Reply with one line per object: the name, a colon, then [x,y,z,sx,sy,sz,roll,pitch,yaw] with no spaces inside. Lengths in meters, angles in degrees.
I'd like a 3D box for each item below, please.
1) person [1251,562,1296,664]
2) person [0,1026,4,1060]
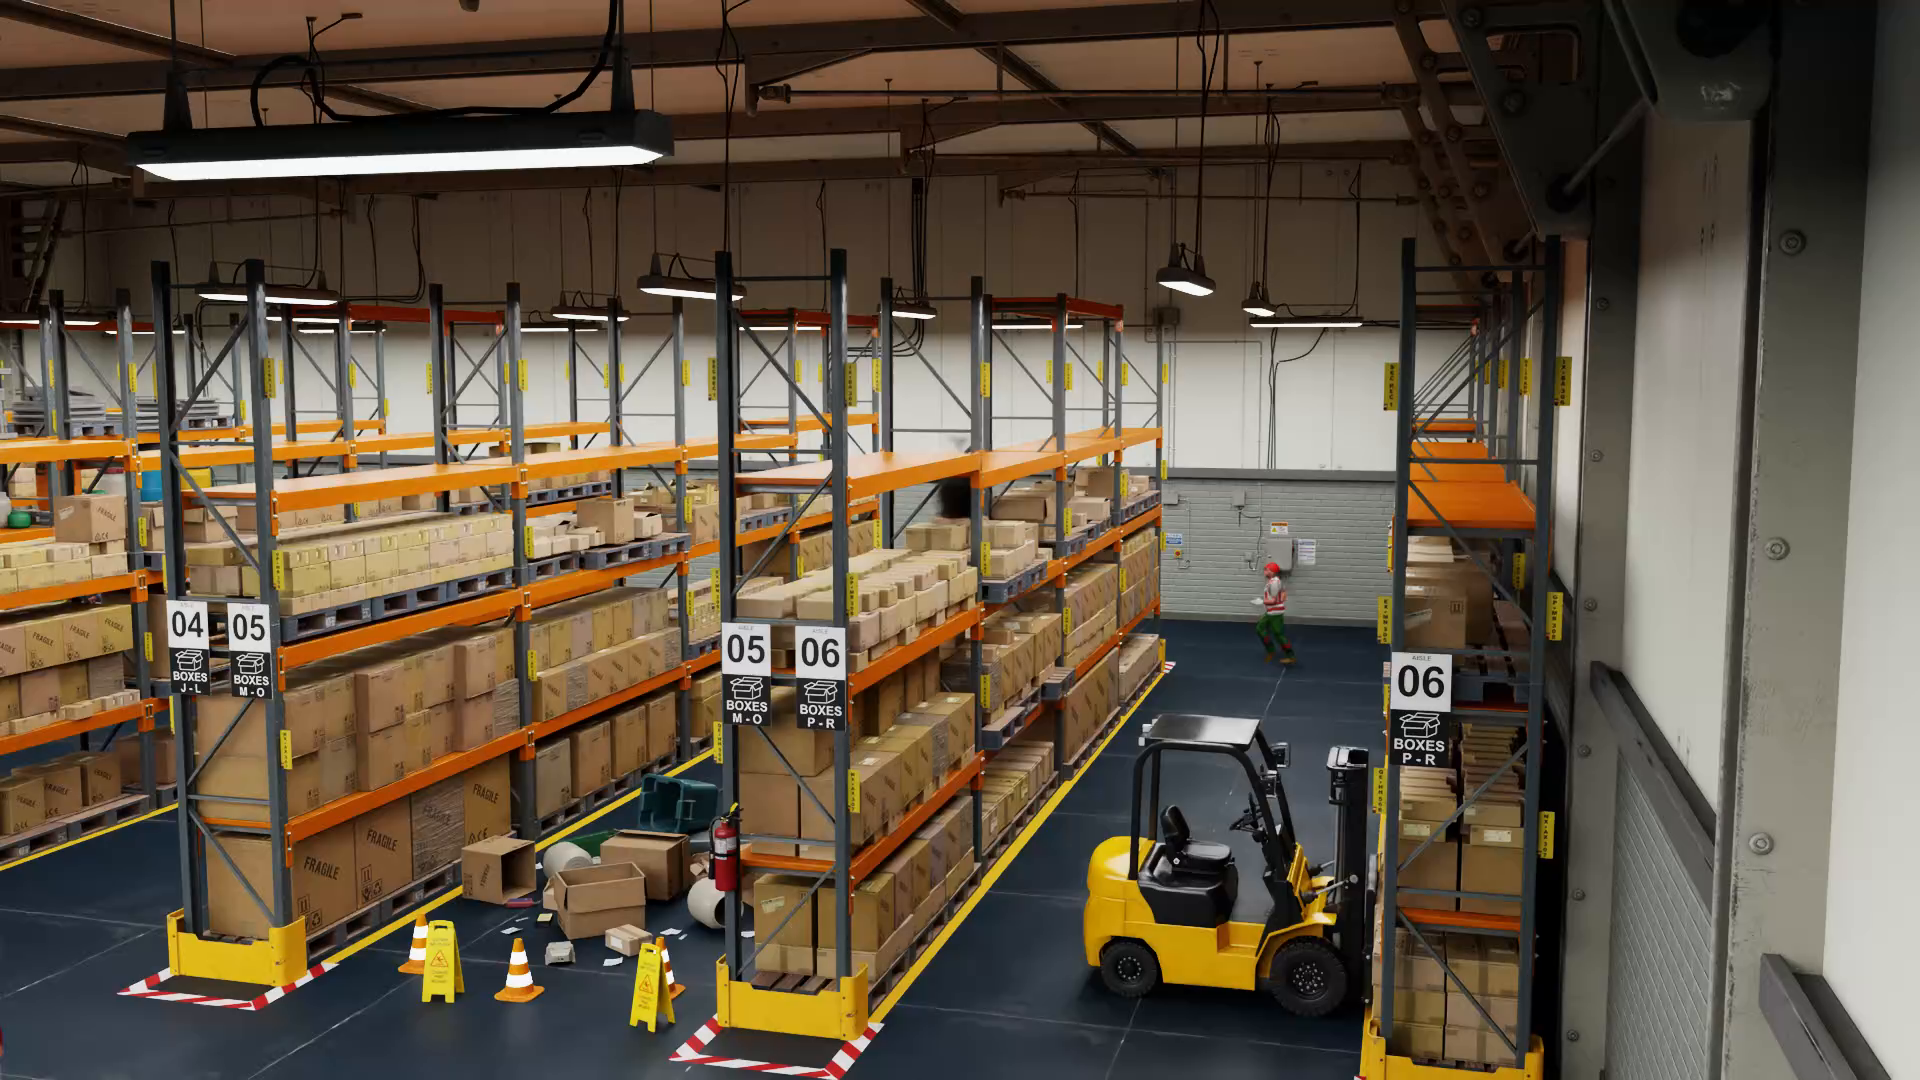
person: [5.392,1.270,28.565,0.793,1.784,0.584,1,6,9]
person: [-6.103,3.344,9.930,0.698,1.548,0.934,-4,7,-35]
